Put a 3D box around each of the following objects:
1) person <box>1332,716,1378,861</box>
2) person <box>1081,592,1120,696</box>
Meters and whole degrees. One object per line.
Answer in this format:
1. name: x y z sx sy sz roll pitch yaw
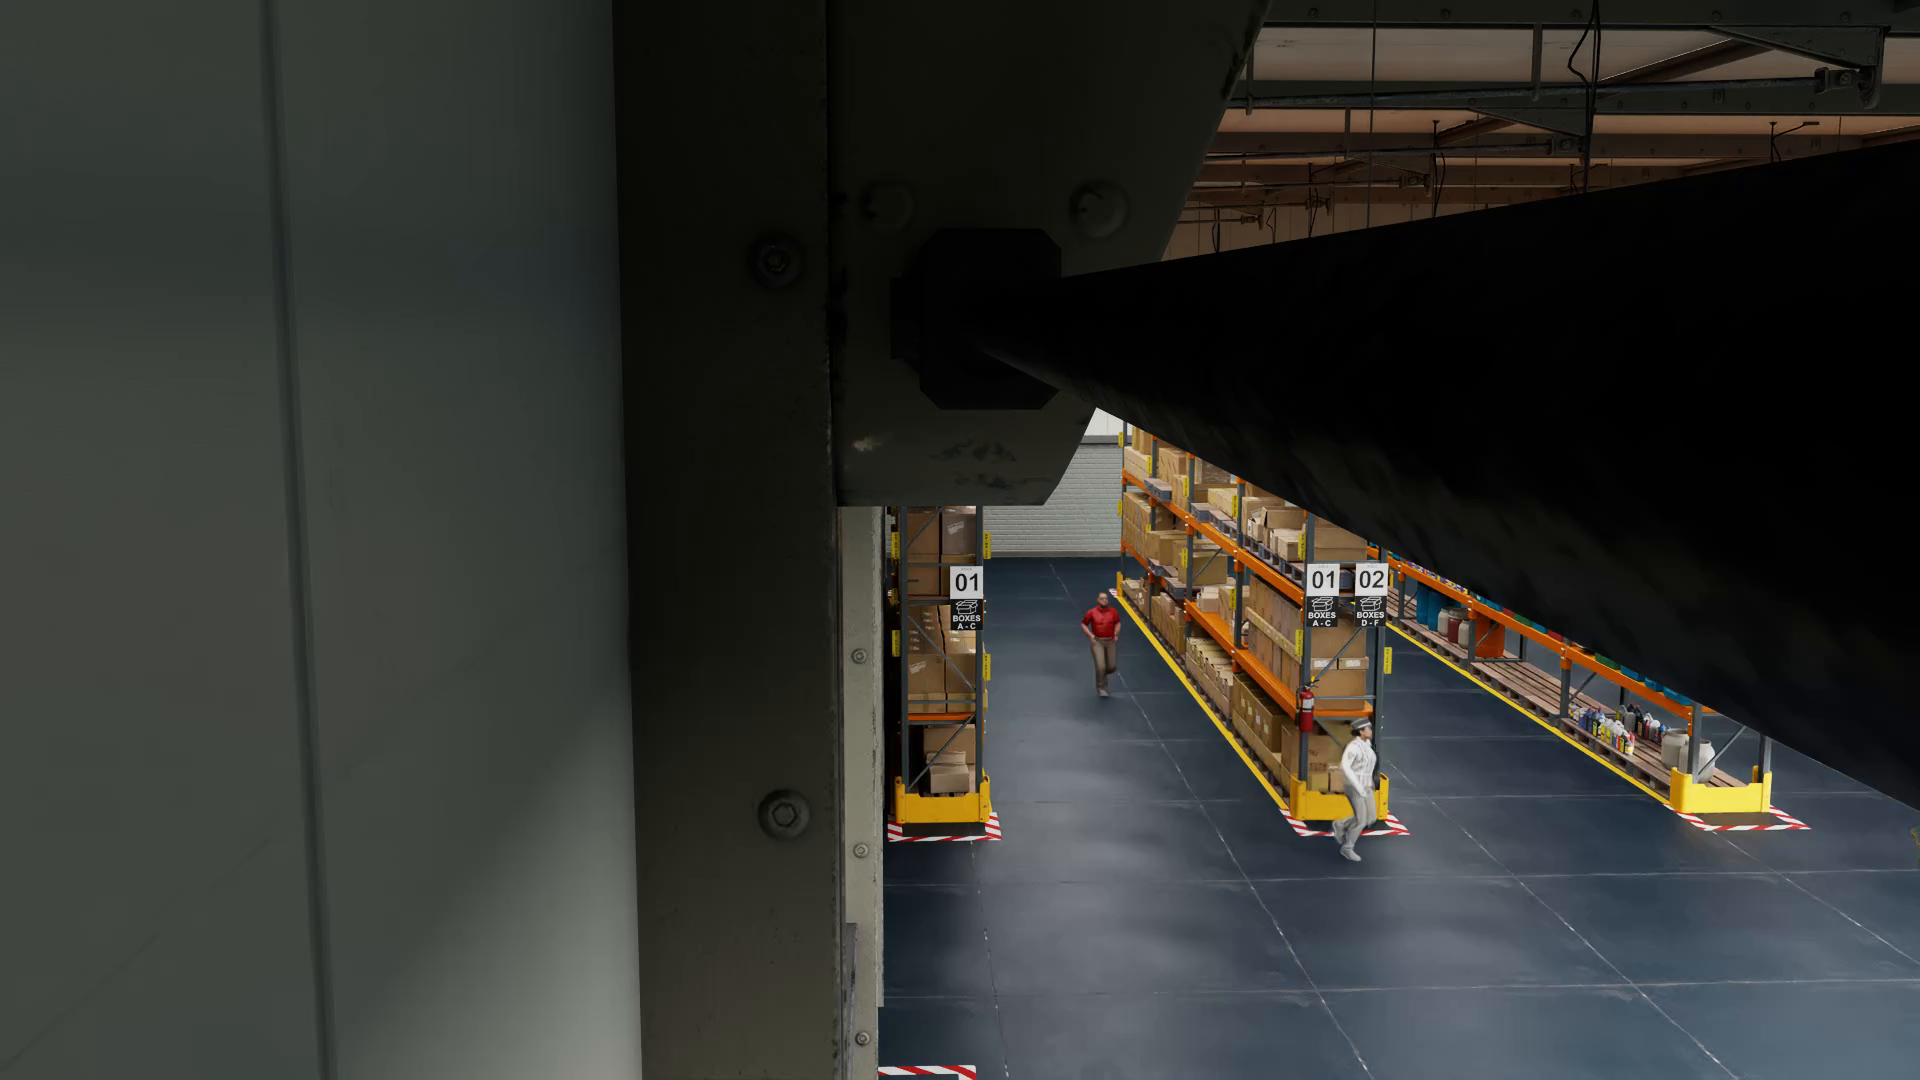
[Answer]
1. person: 4.592 2.850 19.267 0.515 1.651 0.664 7 10 39
2. person: 2.318 1.686 27.205 0.664 1.675 0.645 -2 8 -11
